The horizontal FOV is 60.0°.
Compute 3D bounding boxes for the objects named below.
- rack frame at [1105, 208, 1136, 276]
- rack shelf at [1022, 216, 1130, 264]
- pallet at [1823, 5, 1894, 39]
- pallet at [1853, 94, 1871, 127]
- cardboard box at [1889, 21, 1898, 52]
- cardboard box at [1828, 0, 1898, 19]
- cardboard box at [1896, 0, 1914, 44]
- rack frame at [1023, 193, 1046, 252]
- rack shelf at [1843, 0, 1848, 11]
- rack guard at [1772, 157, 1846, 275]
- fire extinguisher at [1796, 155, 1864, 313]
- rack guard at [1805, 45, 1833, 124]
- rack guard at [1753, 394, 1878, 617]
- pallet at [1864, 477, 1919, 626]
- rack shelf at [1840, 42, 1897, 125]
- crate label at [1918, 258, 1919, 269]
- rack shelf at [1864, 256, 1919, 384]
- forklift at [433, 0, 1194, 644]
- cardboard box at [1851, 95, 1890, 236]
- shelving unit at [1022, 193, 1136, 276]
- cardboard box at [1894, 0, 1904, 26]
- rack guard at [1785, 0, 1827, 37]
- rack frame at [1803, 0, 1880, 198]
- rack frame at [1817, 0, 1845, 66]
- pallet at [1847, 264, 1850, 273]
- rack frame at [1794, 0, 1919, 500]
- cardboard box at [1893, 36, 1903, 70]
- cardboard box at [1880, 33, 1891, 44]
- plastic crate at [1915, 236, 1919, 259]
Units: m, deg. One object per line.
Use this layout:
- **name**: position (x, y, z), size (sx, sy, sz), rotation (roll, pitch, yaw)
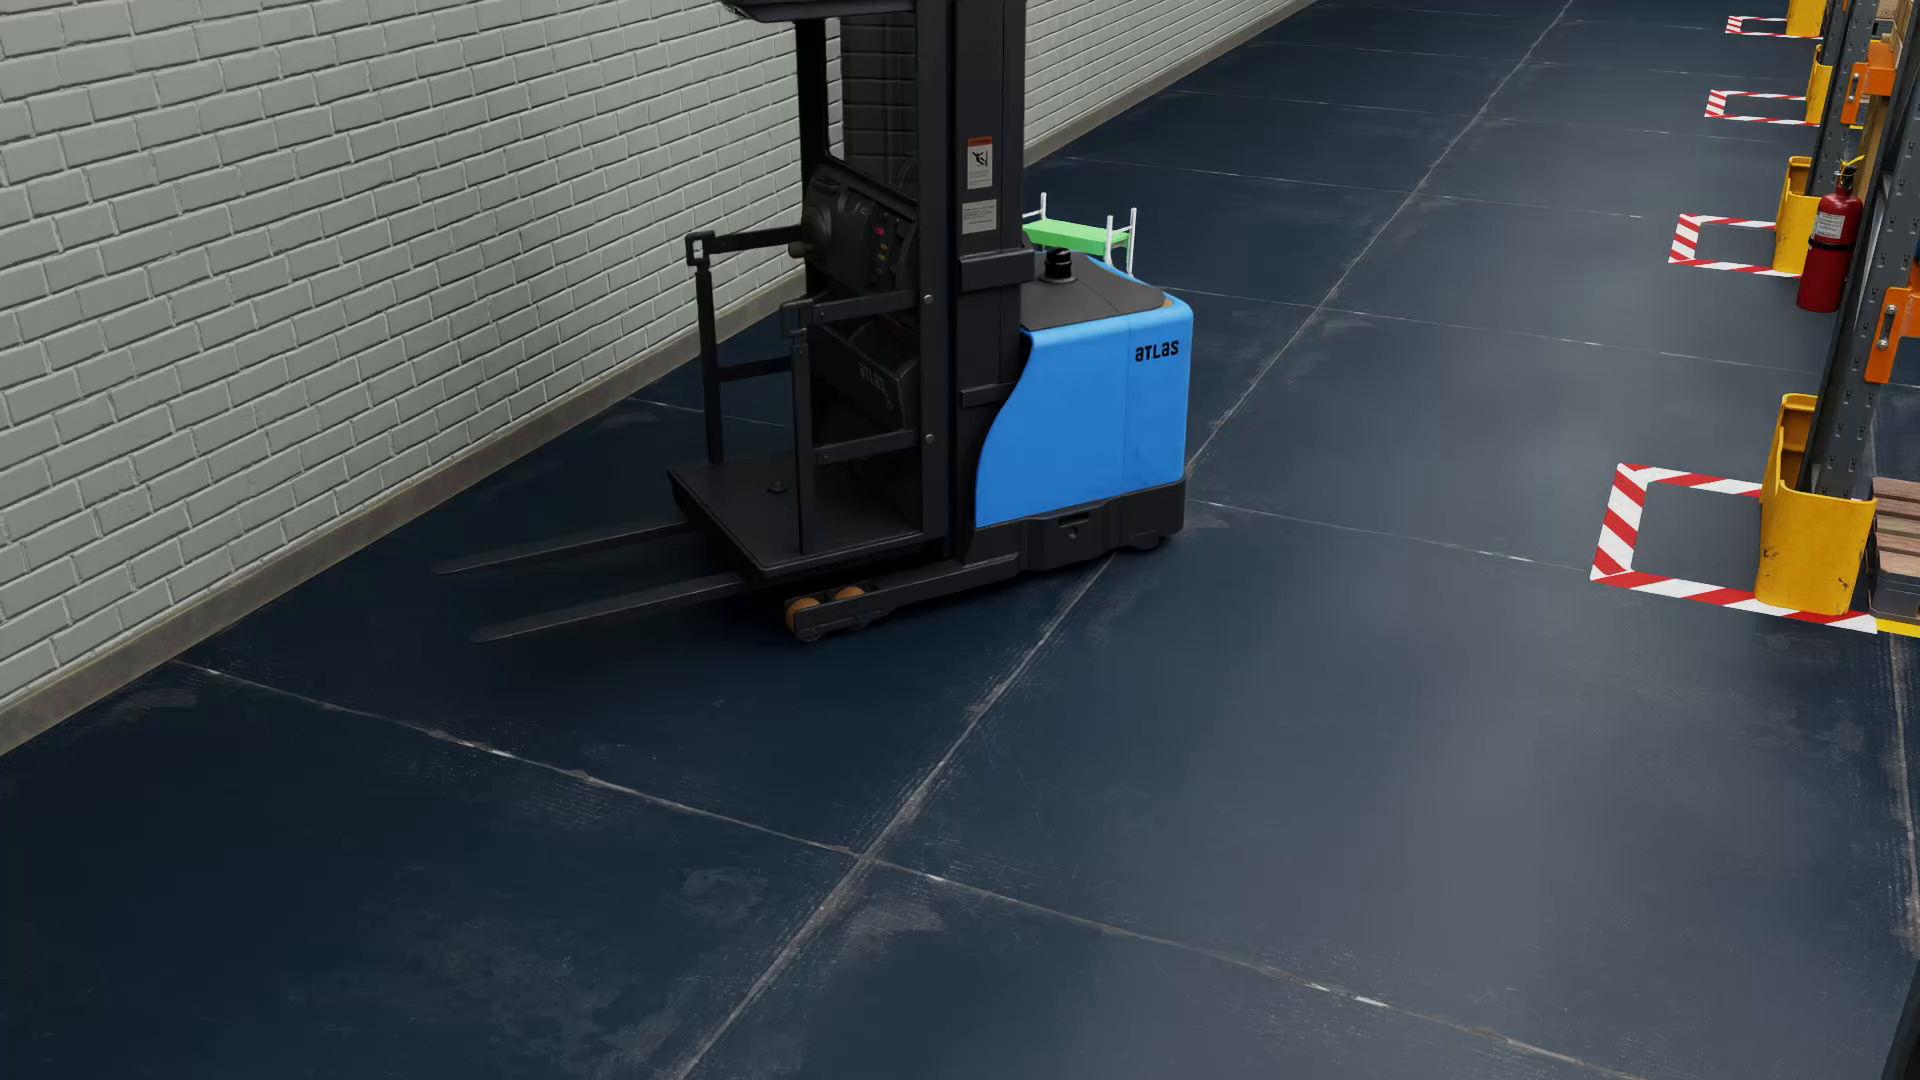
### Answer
- **rack frame**: position (0.714, -0.935, 7.773), size (0.015, 1.200, 0.240), rotation (17, 27, 31)
- **rack shelf**: position (0.528, -1.378, 7.733), size (0.480, 0.148, 0.258), rotation (17, 27, 31)
- **pallet**: position (10.553, -5.908, 19.010), size (1.213, 0.211, 1.003), rotation (11, 28, 22)
- **pallet**: position (8.630, -3.837, 14.804), size (1.213, 0.211, 1.003), rotation (11, 28, 22)
- **cardboard box**: position (6.151, -3.243, 10.726), size (0.250, 0.149, 0.380), rotation (12, 29, 23)
- **cardboard box**: position (10.435, -6.232, 18.937), size (0.875, 0.438, 0.875), rotation (10, 28, 20)
- **cardboard box**: position (6.016, -3.159, 10.102), size (0.500, 0.250, 0.500), rotation (11, 28, 20)
- **rack frame**: position (0.312, -1.057, 8.021), size (0.015, 1.200, 0.240), rotation (17, 27, 31)
- **rack shelf**: position (9.656, -4.576, 13.963), size (4.000, 0.370, 1.077), rotation (11, 28, 22)
- **rack guard**: position (5.669, -2.172, 11.095), size (0.348, 0.500, 1.175), rotation (11, 28, 22)
- **fire extinguisher**: position (3.691, -1.305, 7.015), size (0.183, 0.674, 0.296), rotation (11, 28, 22)
- **rack guard**: position (7.905, -4.129, 15.071), size (0.348, 0.500, 1.175), rotation (11, 28, 22)
- **rack guard**: position (3.613, -0.175, 7.039), size (0.348, 0.500, 1.175), rotation (11, 28, 22)
- **pallet**: position (4.375, 0.120, 6.767), size (1.213, 0.211, 1.003), rotation (11, 28, 22)
- **rack shelf**: position (7.511, -2.600, 9.950), size (4.000, 0.370, 1.077), rotation (11, 28, 22)
- **crate label**: position (3.729, -1.071, 6.152), size (0.303, 0.233, 0.416), rotation (11, 28, 22)
- **rack shelf**: position (5.461, -0.609, 5.905), size (4.000, 0.370, 1.077), rotation (11, 28, 22)
- **forklift**: position (-0.576, -1.188, 6.345), size (3.031, 2.935, 1.130), rotation (-13, 29, -25)
- **cardboard box**: position (6.306, -2.439, 10.738), size (0.875, 0.875, 0.875), rotation (11, 28, 22)
- **shelving unit**: position (0.513, -0.996, 7.897), size (0.503, 1.200, 0.258), rotation (17, 27, 31)
- **cardboard box**: position (6.242, -3.373, 10.538), size (0.500, 0.250, 0.500), rotation (11, 28, 21)
- **rack guard**: position (9.771, -6.156, 19.188), size (0.348, 0.500, 1.175), rotation (11, 28, 22)
- **rack frame**: position (5.691, -3.289, 10.534), size (0.127, 3.000, 1.000), rotation (11, 28, 22)
- **rack frame**: position (7.836, -5.265, 14.547), size (0.127, 3.000, 1.000), rotation (11, 28, 22)
- **pallet**: position (6.451, -1.923, 10.917), size (1.213, 0.211, 1.003), rotation (11, 28, 22)
- **rack frame**: position (3.640, -1.297, 6.489), size (0.127, 3.000, 1.000), rotation (11, 28, 22)
- **cardboard box**: position (5.877, -2.978, 10.188), size (0.250, 0.149, 0.380), rotation (12, 29, 22)
- **cardboard box**: position (8.423, -4.446, 14.963), size (0.250, 0.149, 0.380), rotation (12, 29, 22)
- **plastic crate**: position (4.023, -1.354, 6.496), size (0.499, 0.435, 0.616), rotation (11, 28, 22)
